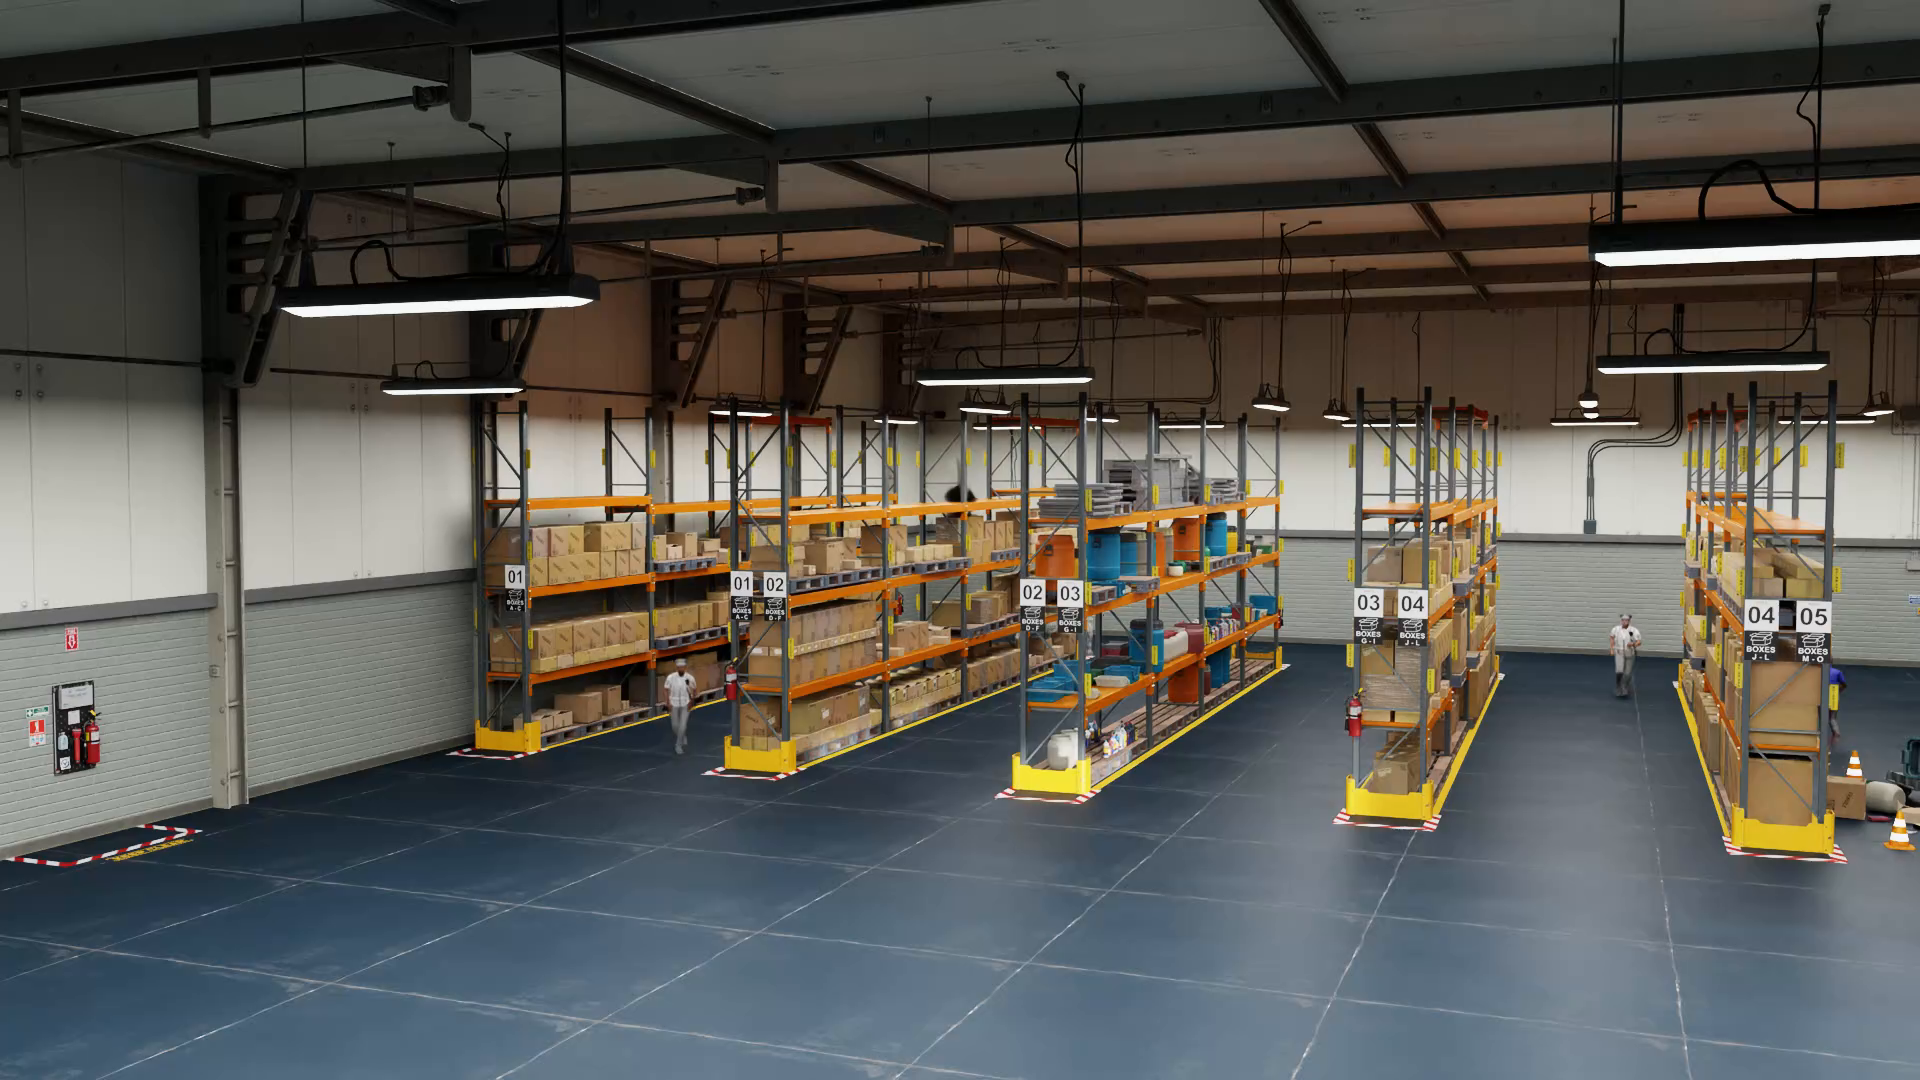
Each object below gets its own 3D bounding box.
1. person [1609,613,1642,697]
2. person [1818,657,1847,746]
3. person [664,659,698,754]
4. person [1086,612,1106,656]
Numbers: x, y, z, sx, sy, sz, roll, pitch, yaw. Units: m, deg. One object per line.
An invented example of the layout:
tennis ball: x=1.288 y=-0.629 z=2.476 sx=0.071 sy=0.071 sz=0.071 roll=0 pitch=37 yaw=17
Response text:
person: x=13.981 y=2.422 z=34.945 sx=0.625 sy=1.784 sz=0.689 roll=1 pitch=3 yaw=20
person: x=15.132 y=2.815 z=28.928 sx=0.553 sy=1.589 sz=0.646 roll=1 pitch=3 yaw=14
person: x=-4.769 y=2.815 z=28.412 sx=0.573 sy=1.636 sz=0.533 roll=0 pitch=3 yaw=-5
person: x=3.256 y=2.070 z=42.520 sx=0.664 sy=1.755 sz=0.931 roll=-3 pitch=4 yaw=-43
